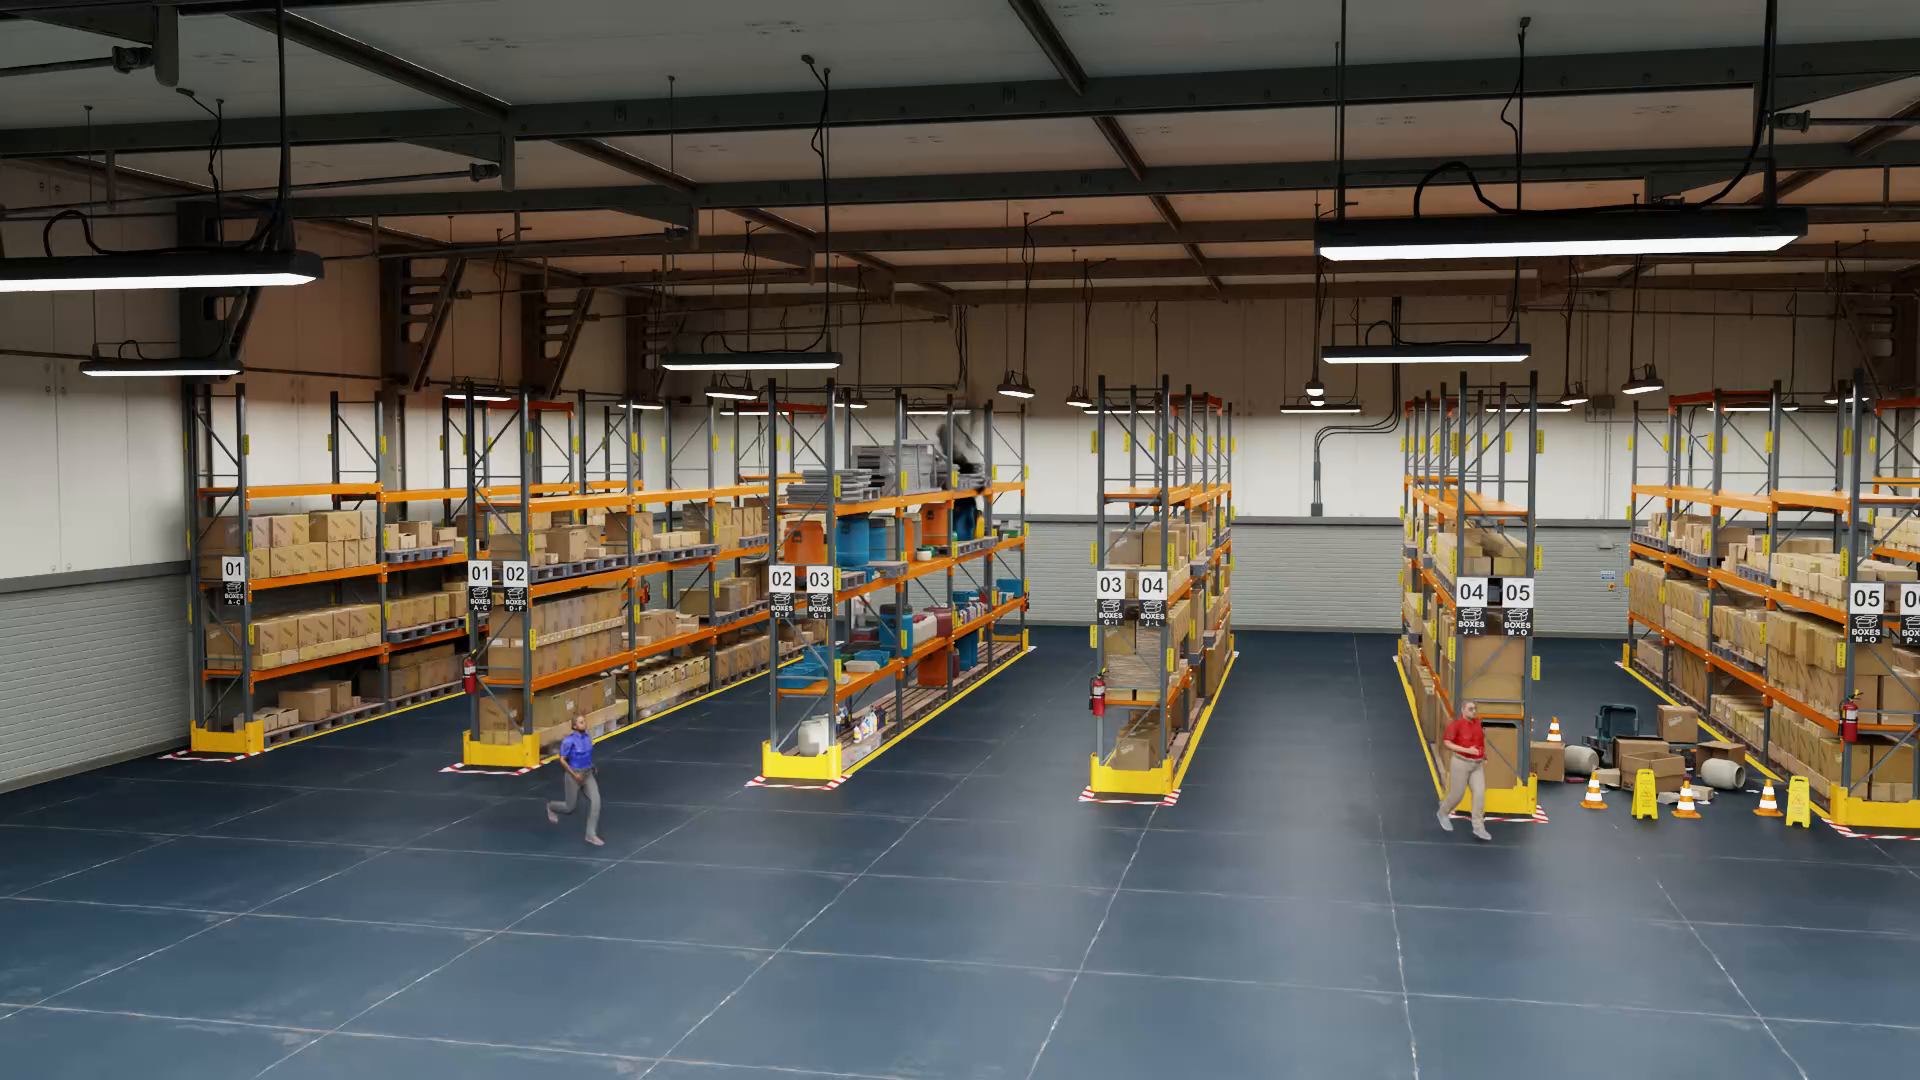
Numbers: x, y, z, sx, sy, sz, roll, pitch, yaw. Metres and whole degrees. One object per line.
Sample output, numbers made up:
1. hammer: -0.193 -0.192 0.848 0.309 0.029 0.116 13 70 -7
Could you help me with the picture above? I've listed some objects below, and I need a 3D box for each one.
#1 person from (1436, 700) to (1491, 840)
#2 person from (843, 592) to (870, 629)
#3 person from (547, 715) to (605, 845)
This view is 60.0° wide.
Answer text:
1. person: 6.481 2.905 21.260 0.677 1.724 0.865 -1 3 -21
2. person: -2.381 1.703 38.278 0.649 1.782 0.885 0 3 2
3. person: -4.840 3.015 21.027 0.892 1.631 0.564 2 4 37
